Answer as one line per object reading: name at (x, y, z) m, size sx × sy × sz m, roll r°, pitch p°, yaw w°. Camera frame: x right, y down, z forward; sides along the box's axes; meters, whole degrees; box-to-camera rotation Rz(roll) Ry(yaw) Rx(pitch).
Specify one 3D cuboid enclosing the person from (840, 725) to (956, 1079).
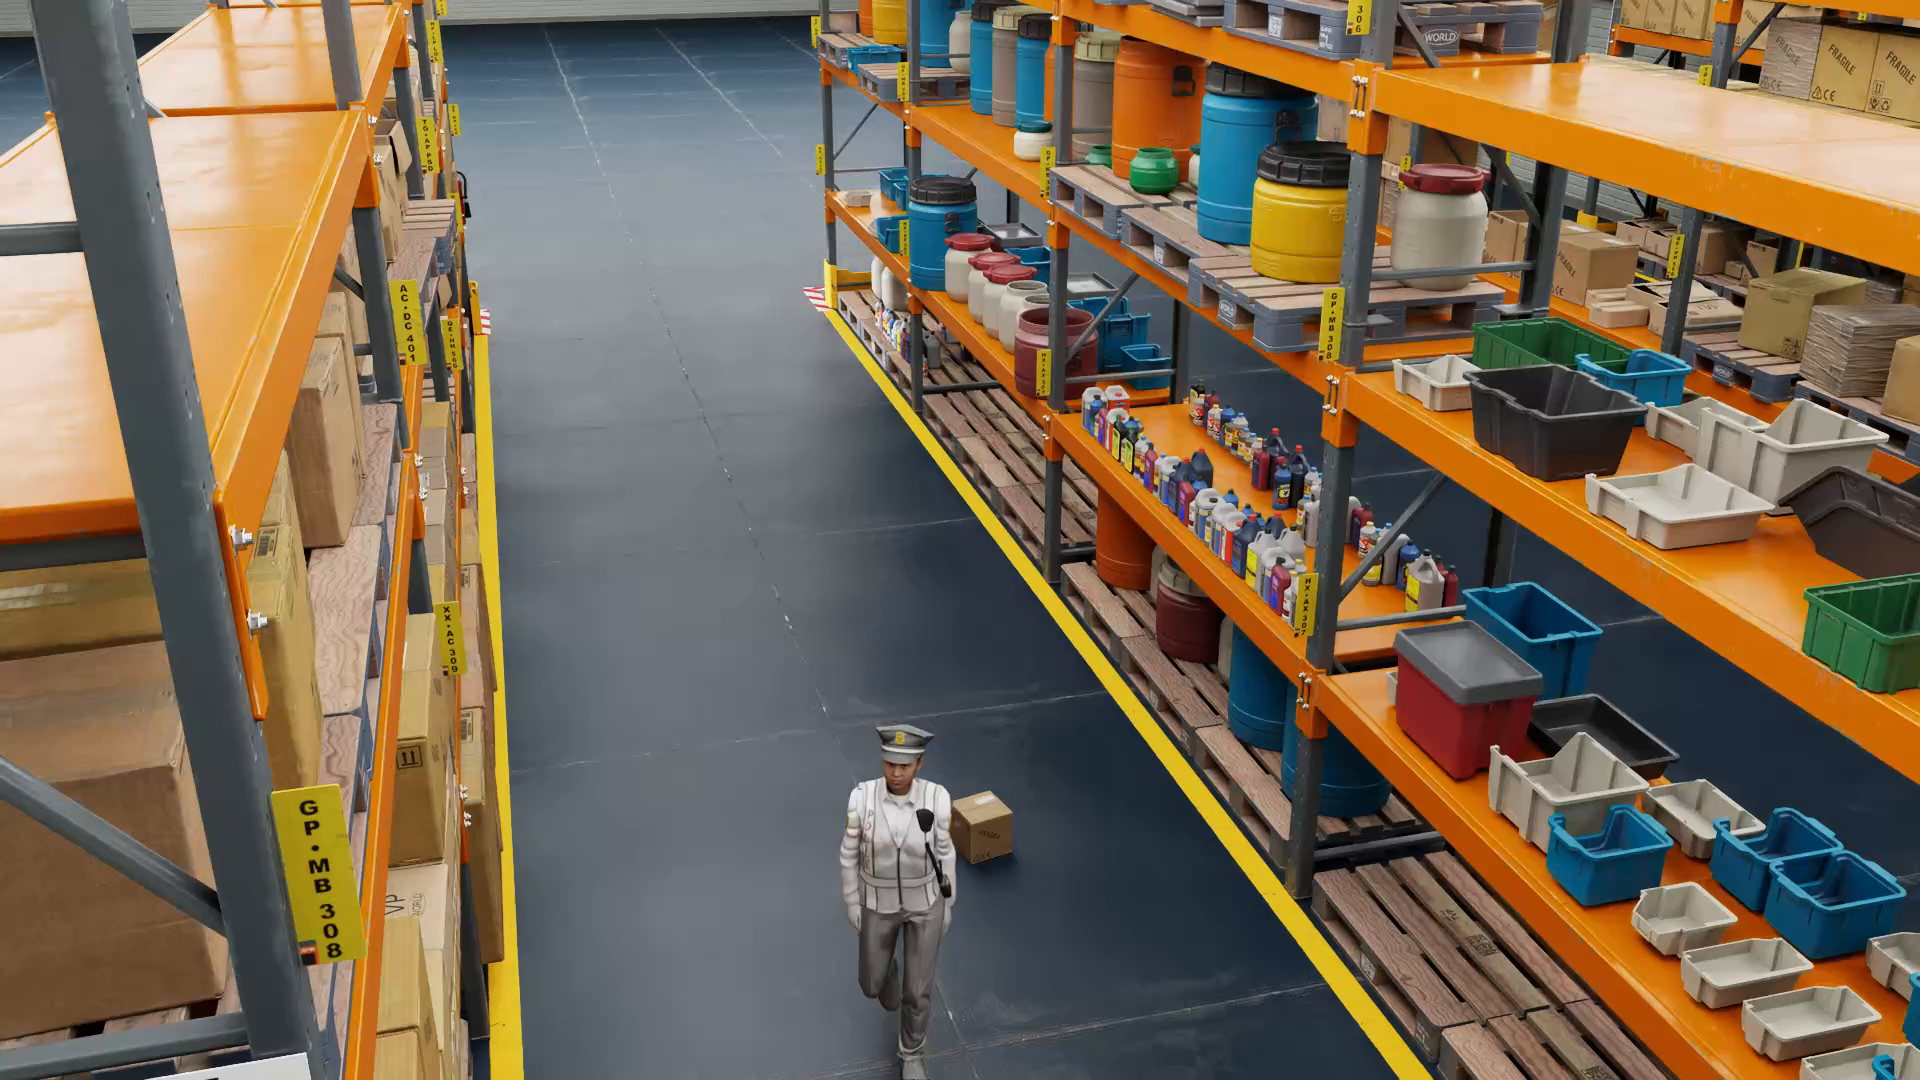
person at (-0.260, 1.497, 7.050) m, size 0.490 × 1.670 × 0.657 m, roll 0°, pitch 23°, yaw 0°
